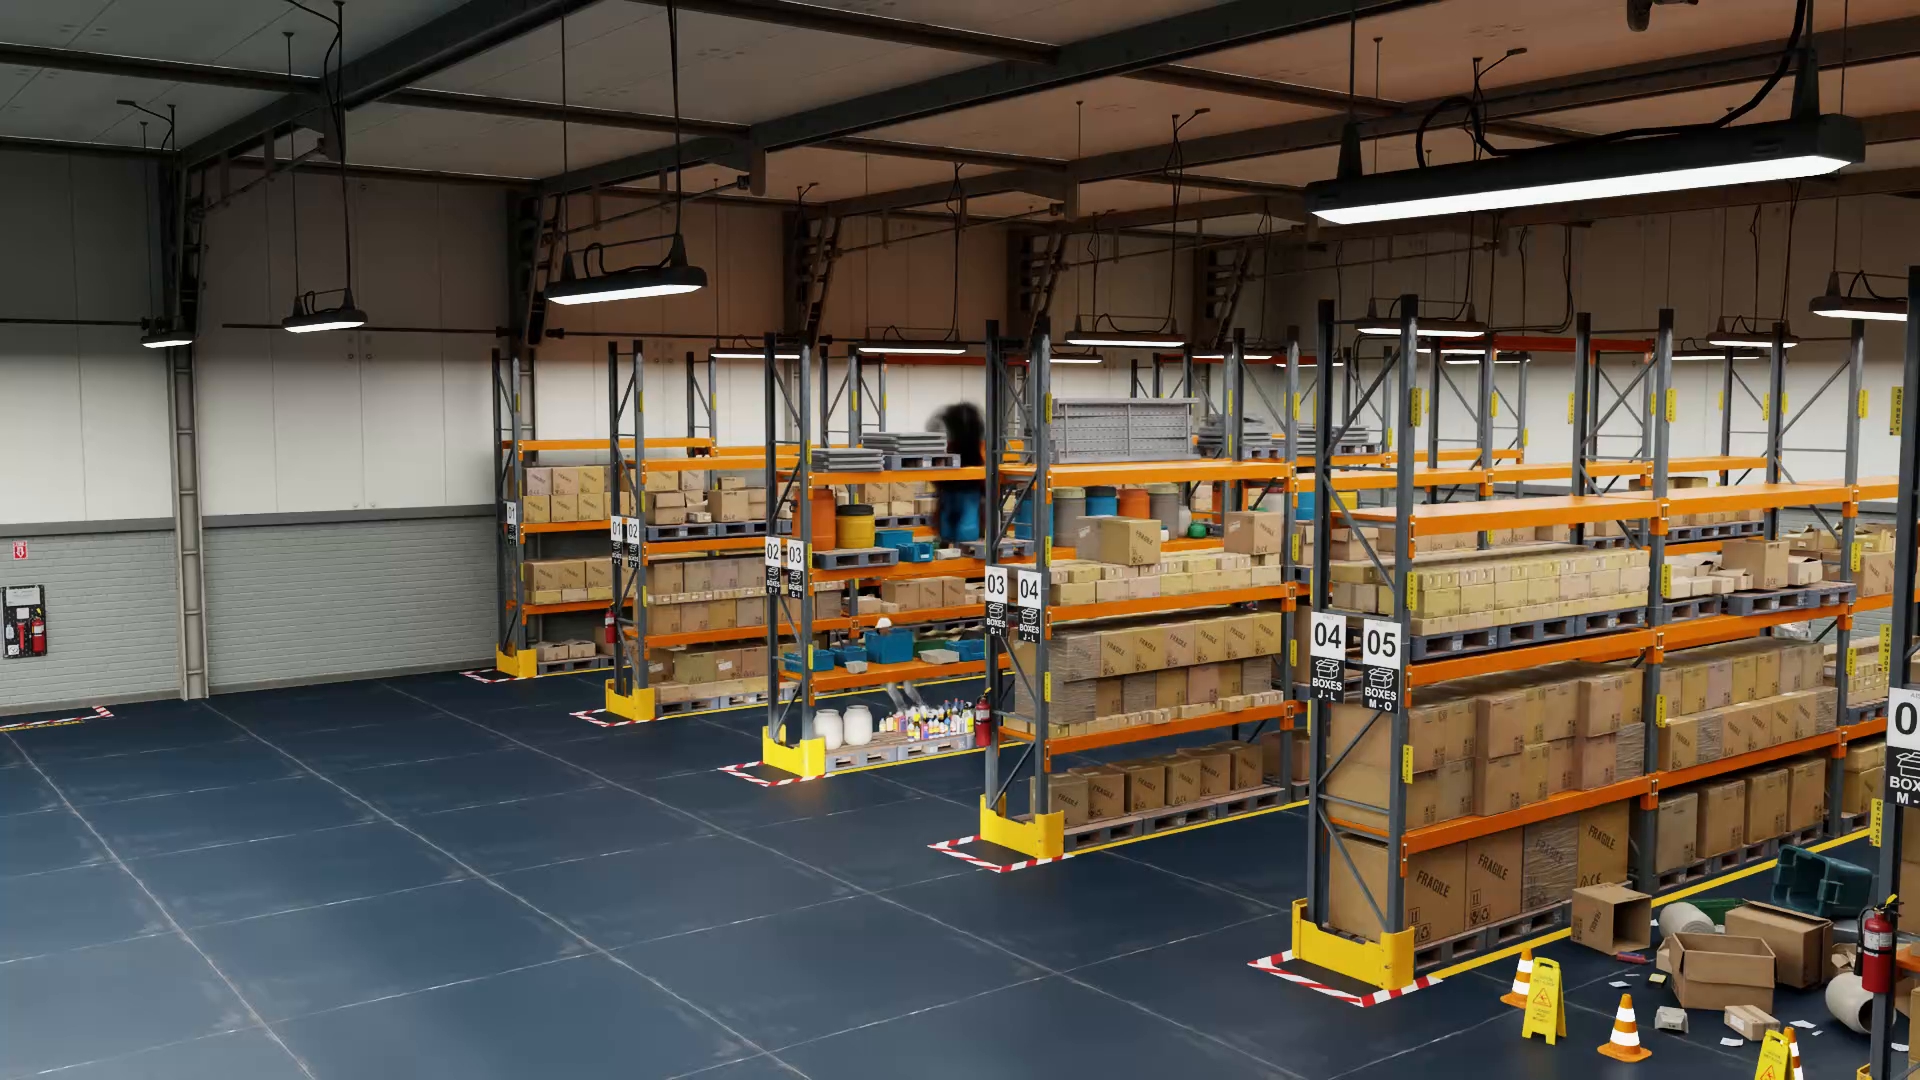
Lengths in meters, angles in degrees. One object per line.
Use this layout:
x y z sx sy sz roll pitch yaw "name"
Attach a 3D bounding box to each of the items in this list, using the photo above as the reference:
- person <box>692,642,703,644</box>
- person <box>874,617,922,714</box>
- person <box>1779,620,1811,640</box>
-4.537 1.720 29.415 0.659 1.739 0.824 4 7 41 "person"
-0.980 2.017 26.650 0.642 1.615 0.922 3 6 29 "person"
14.802 1.742 29.491 0.634 1.704 0.892 0 5 -5 "person"
